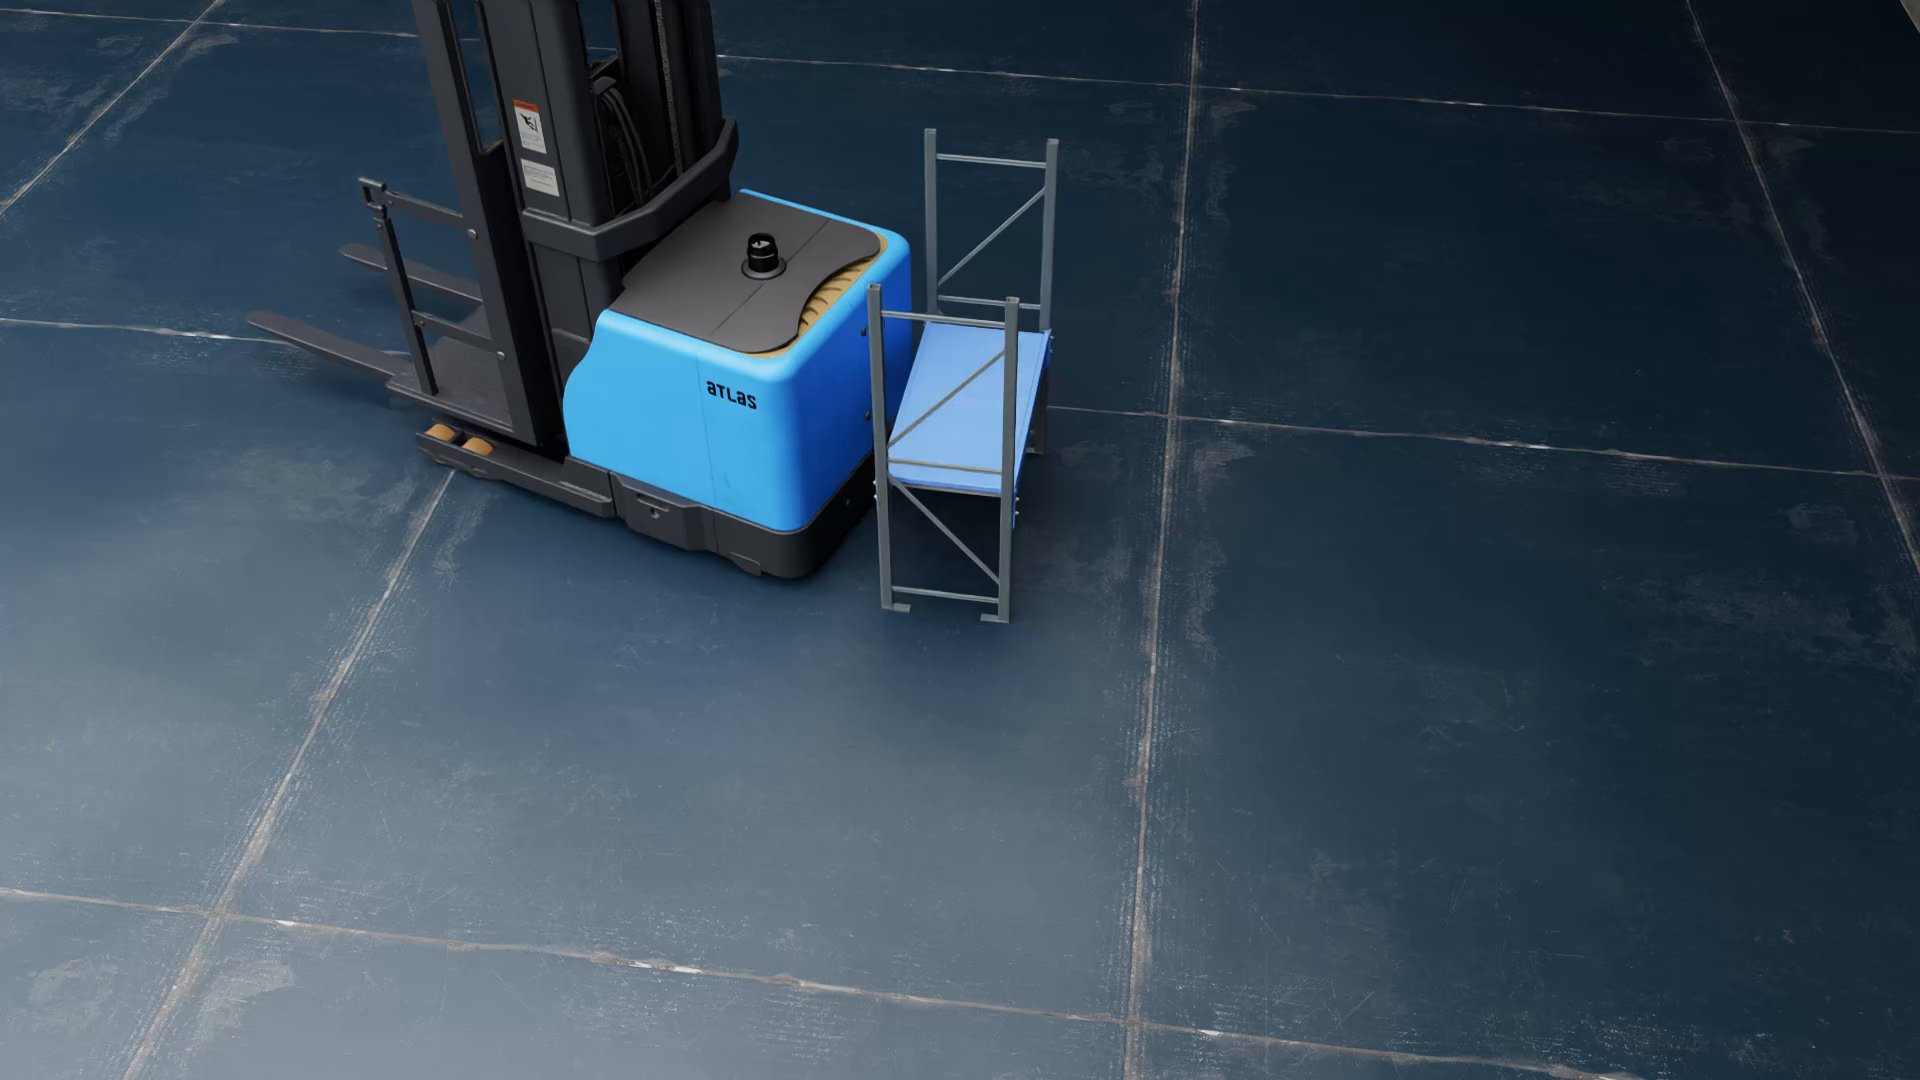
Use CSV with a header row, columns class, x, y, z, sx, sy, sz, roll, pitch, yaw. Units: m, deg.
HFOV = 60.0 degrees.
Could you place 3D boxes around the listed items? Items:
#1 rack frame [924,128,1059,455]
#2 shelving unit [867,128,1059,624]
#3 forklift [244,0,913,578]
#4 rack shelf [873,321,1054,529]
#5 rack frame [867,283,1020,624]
class,x,y,z,sx,sy,sz,roll,pitch,yaw
rack frame,0.116,-0.949,6.661,0.500,1.500,0.032,7,44,7
shelving unit,0.031,-0.604,6.297,0.538,1.500,1.048,7,44,7
forklift,-1.727,-1.632,6.342,3.031,2.935,1.130,19,47,19
rack shelf,0.031,-0.474,6.421,0.538,0.185,1.000,7,44,7
rack frame,-0.055,-0.260,5.933,0.500,1.500,0.032,7,44,7
